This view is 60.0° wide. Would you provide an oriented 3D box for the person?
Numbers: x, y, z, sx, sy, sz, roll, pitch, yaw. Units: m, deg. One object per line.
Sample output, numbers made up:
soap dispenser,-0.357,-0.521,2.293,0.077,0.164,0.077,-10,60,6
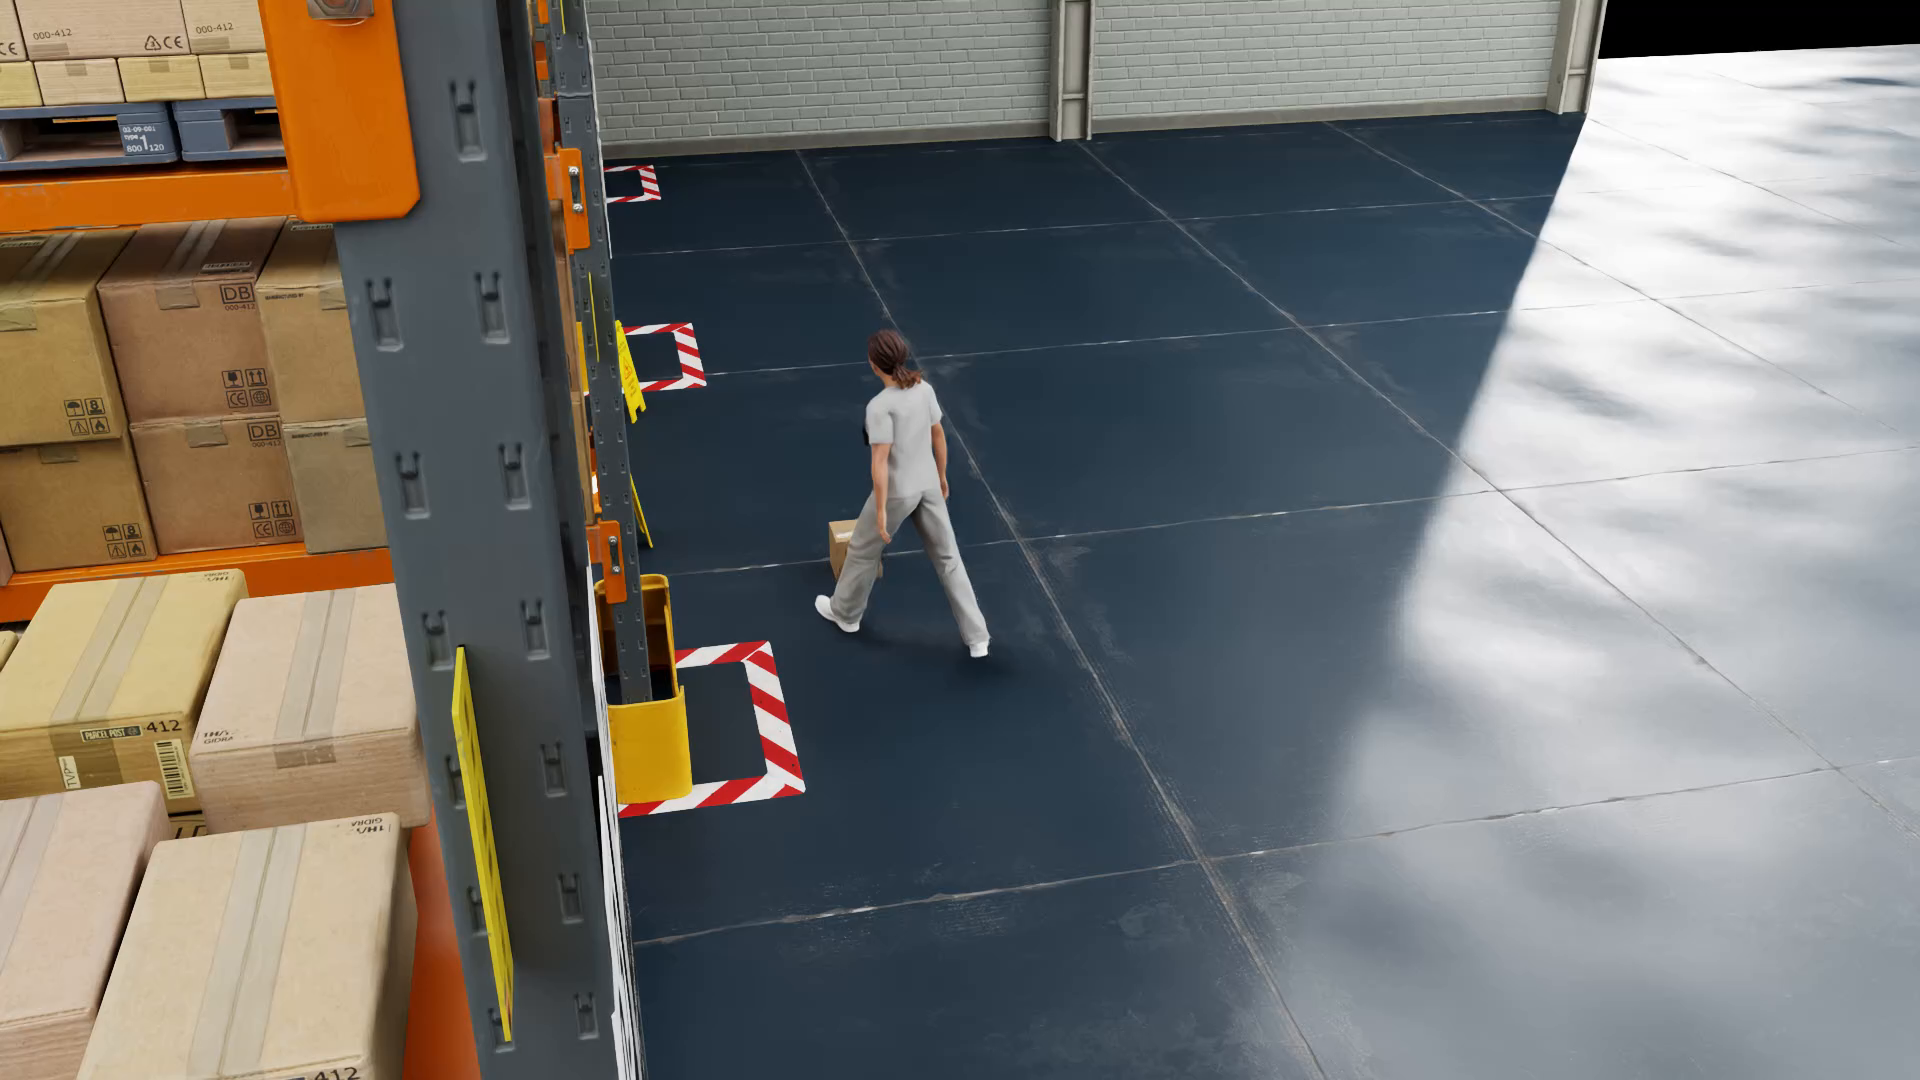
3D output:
person,-0.269,-0.234,8.102,0.585,1.607,1.007,-23,35,-37
